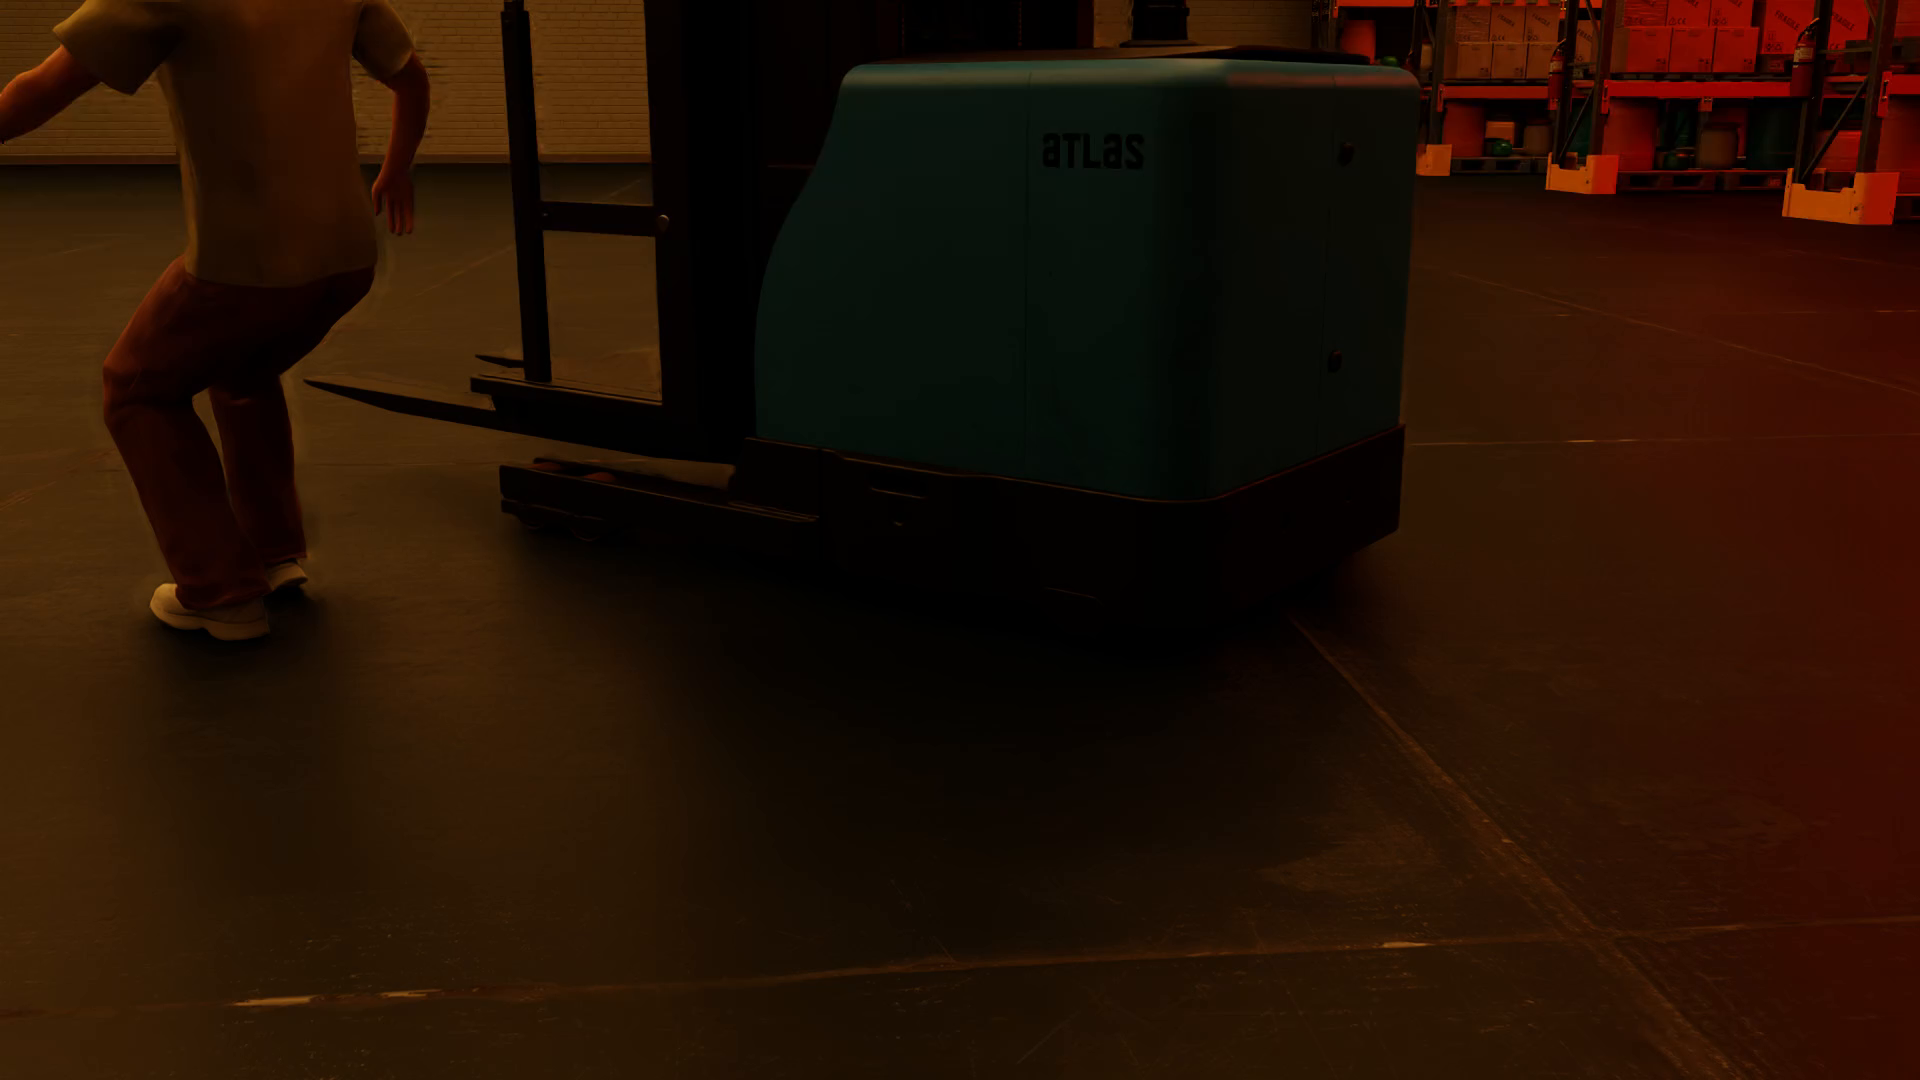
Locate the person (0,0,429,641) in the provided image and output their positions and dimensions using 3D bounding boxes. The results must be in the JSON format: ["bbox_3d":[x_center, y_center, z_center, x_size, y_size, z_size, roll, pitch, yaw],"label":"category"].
[{"bbox_3d":[-1.378,-0.548,3.142,0.702,1.570,0.810,7,16,25],"label":"person"}]

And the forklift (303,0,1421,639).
[{"bbox_3d":[-0.496,-1.509,3.909,3.031,2.935,1.130,11,18,35],"label":"forklift"}]
